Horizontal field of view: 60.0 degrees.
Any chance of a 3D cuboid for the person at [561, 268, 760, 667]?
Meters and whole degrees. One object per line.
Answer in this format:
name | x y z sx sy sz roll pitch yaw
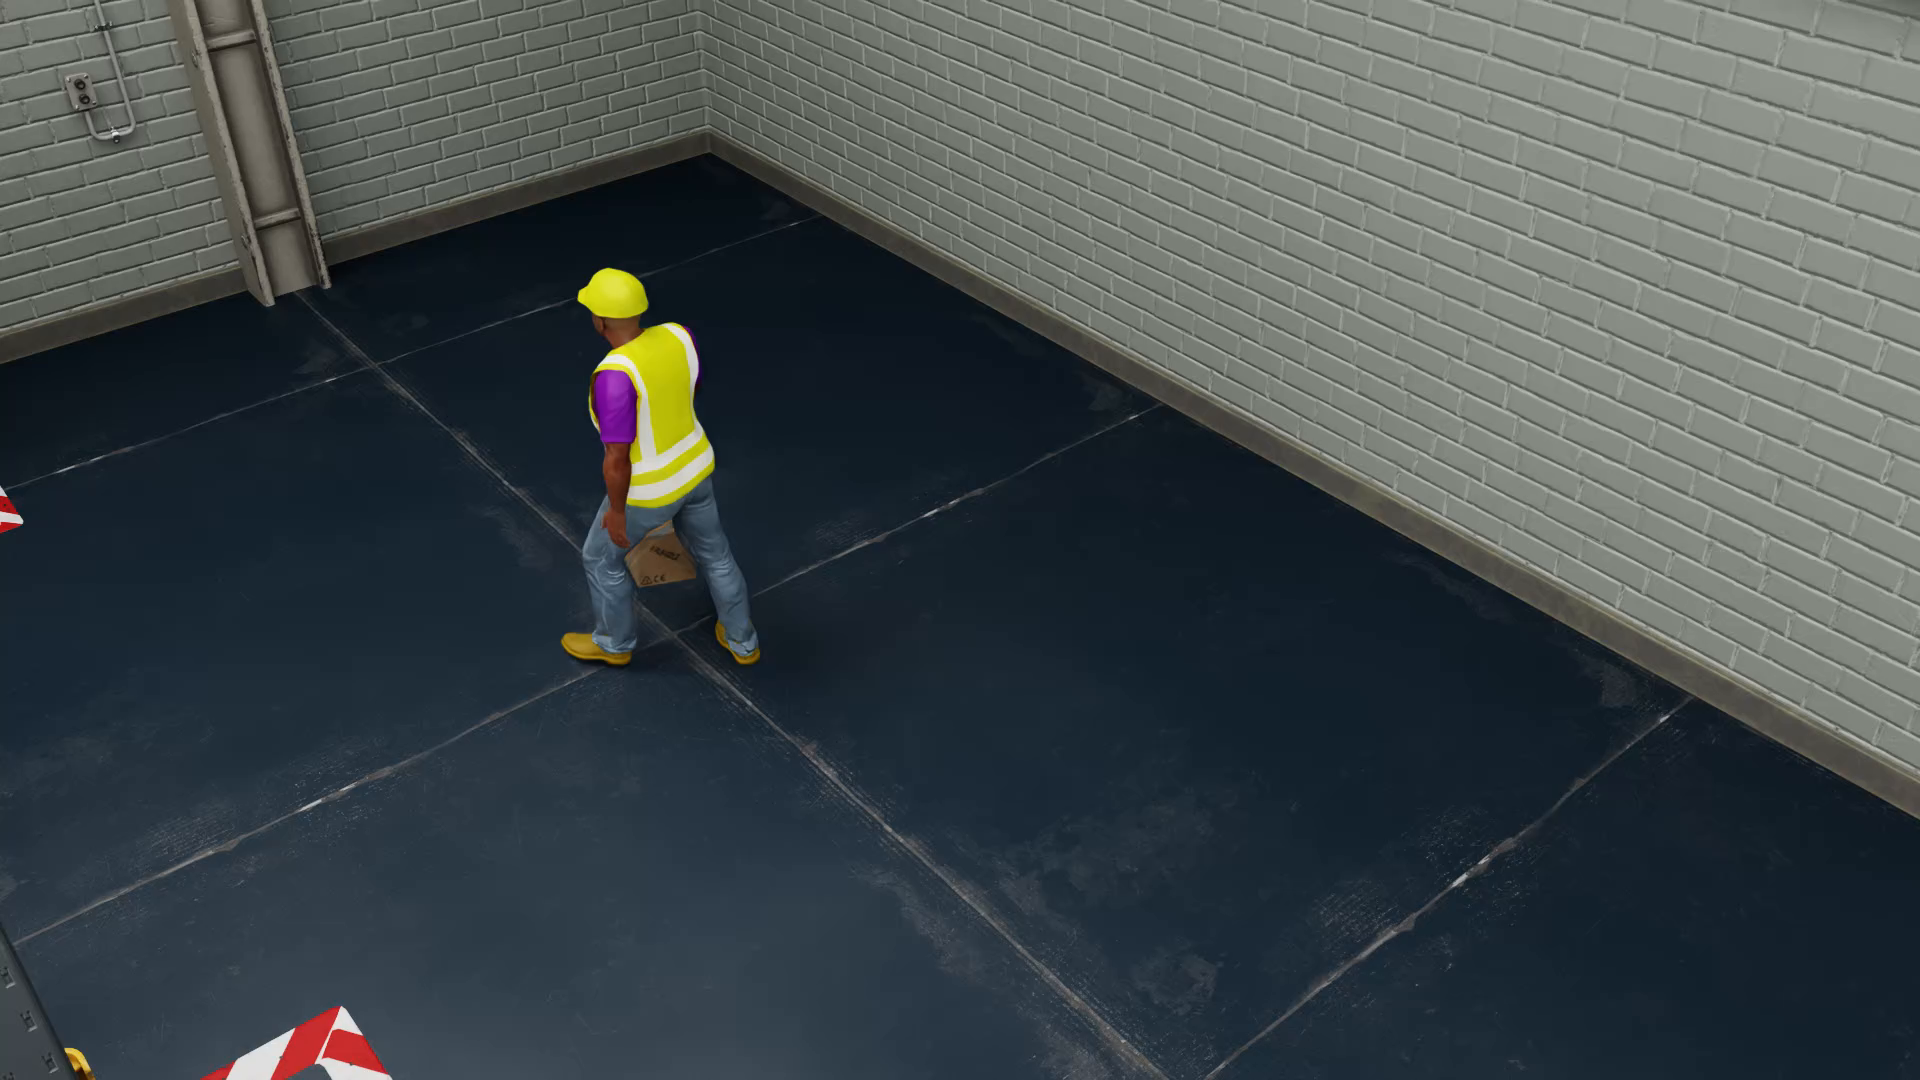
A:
person | -1.195 -0.253 6.501 0.735 1.724 0.670 22 41 27
